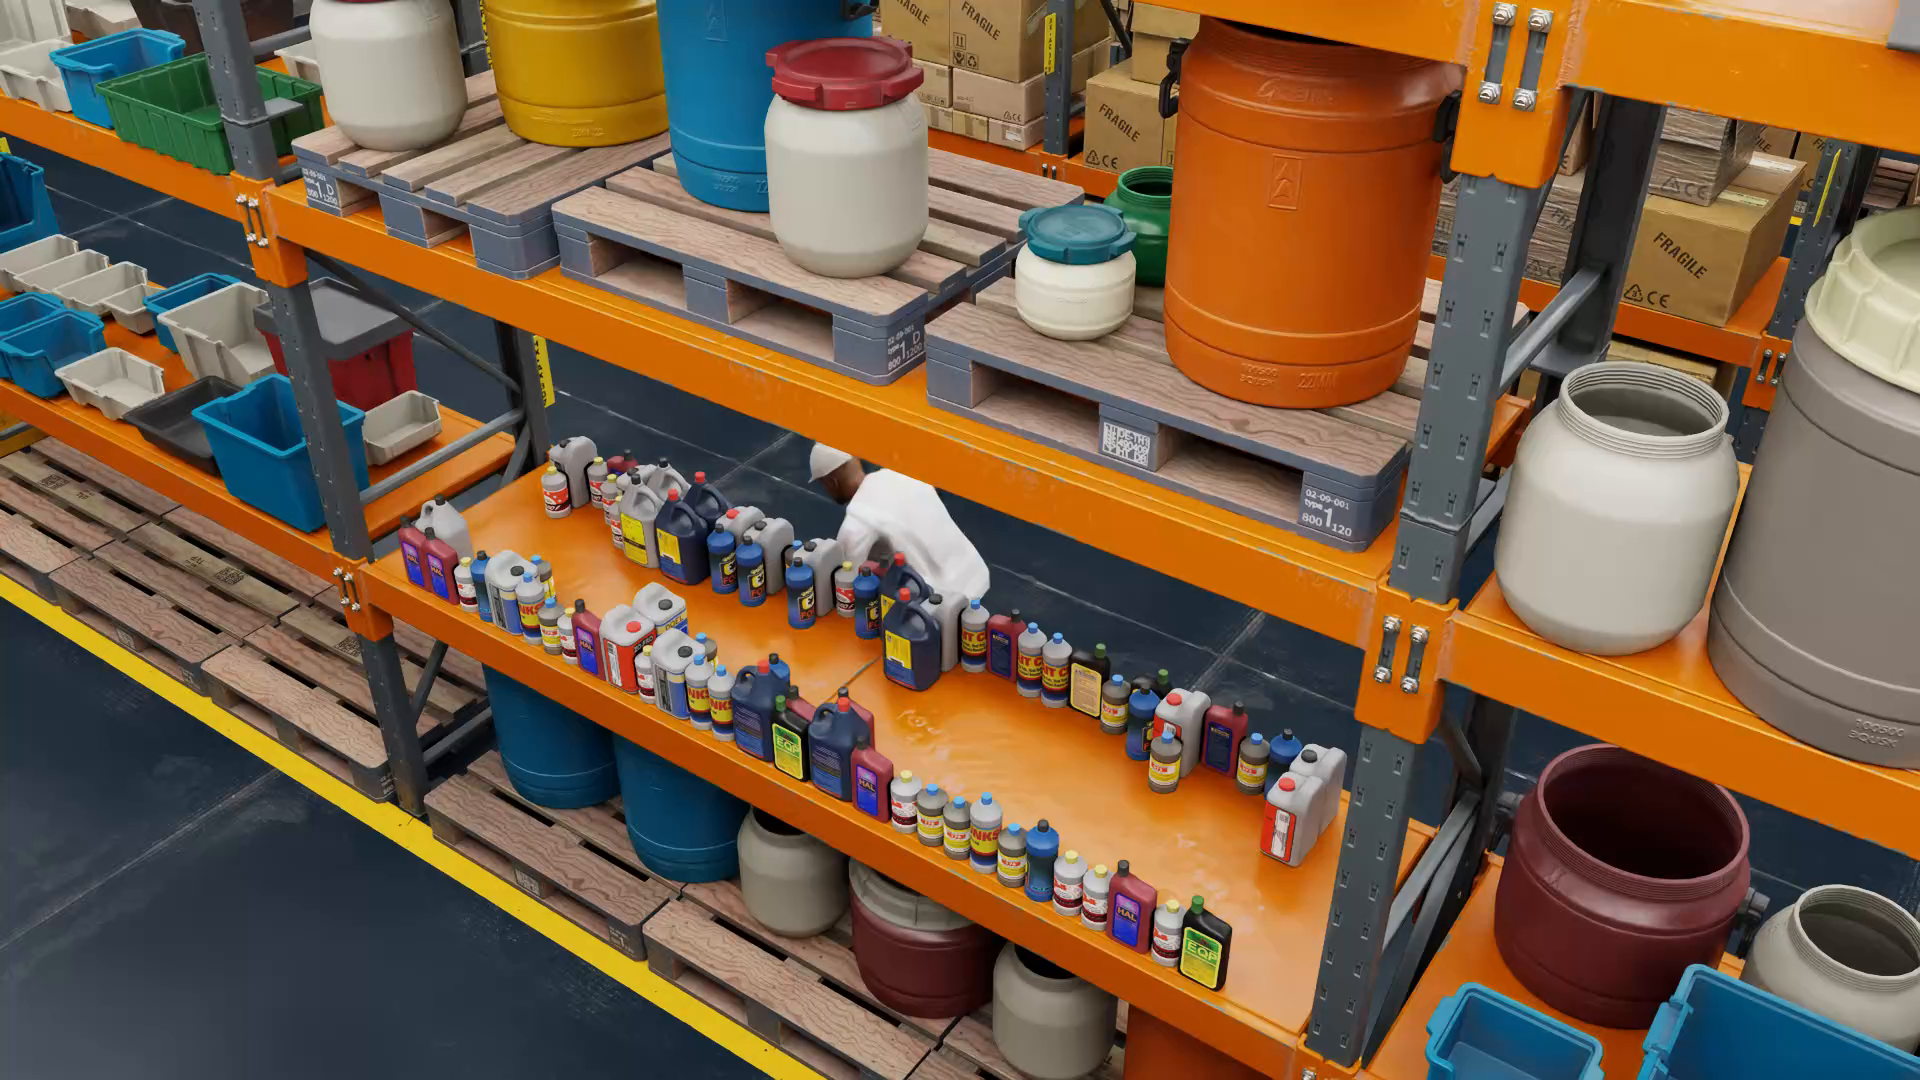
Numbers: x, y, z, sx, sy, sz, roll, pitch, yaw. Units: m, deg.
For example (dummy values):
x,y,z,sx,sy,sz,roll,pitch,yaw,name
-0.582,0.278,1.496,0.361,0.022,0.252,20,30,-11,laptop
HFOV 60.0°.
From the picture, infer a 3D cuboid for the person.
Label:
x,y,z,sx,sy,sz,roll,pitch,yaw,name
-0.287,0.207,7.196,0.790,1.342,0.631,20,39,26,person
